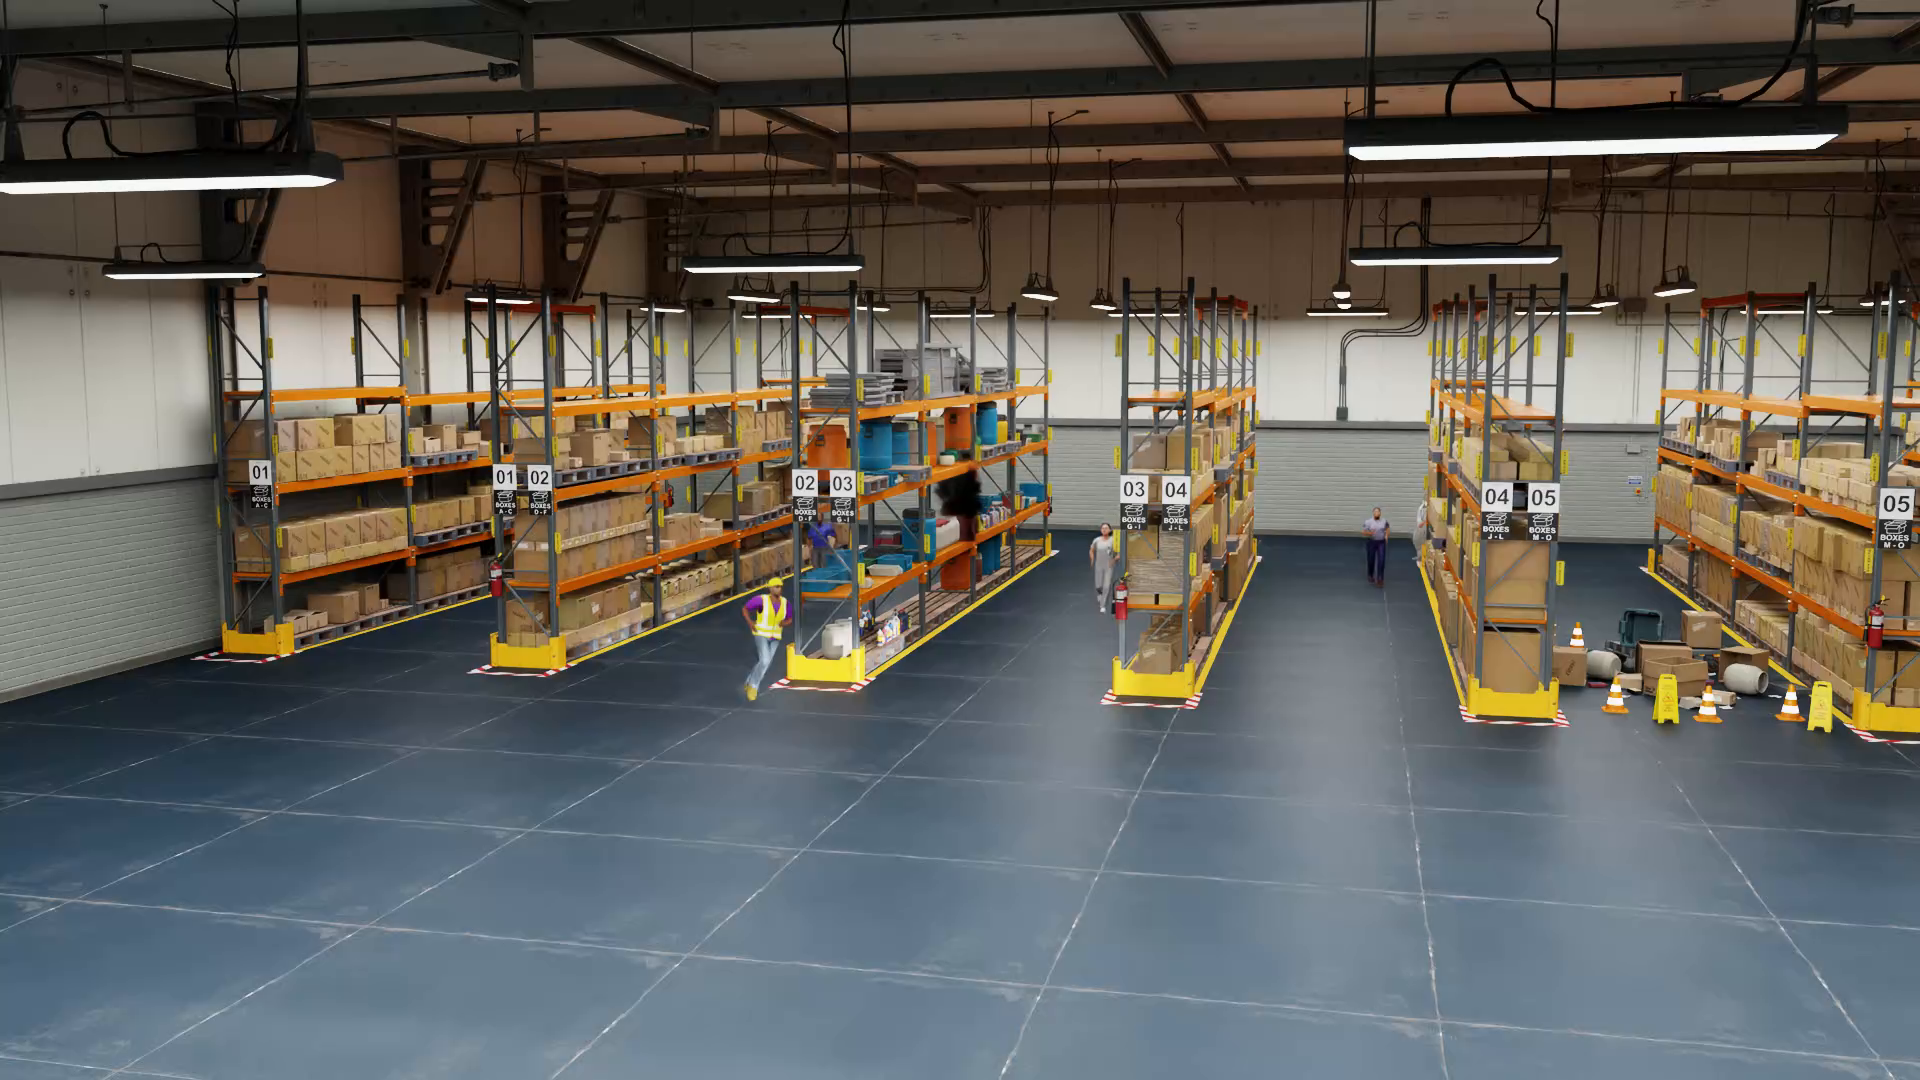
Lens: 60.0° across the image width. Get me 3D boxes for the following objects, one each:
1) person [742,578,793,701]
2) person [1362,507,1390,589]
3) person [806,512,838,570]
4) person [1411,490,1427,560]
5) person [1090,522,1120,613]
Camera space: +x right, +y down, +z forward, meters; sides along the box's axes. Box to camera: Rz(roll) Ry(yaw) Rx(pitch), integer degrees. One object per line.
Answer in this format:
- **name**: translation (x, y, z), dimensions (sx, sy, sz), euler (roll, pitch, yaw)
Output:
- **person**: translation (-2.772, 1.414, 23.945), dimensions (0.743, 1.768, 0.657), euler (-5, 8, -36)
- **person**: translation (8.784, 0.137, 35.128), dimensions (0.598, 1.672, 0.874), euler (1, 7, 9)
- **person**: translation (-2.655, 0.278, 31.775), dimensions (0.608, 1.609, 0.537), euler (1, 7, 11)
- **person**: translation (11.037, -0.360, 39.318), dimensions (0.570, 1.741, 0.718), euler (-1, 7, -5)
- **person**: translation (2.597, 0.492, 29.763), dimensions (0.578, 1.620, 0.560), euler (1, 7, 10)
